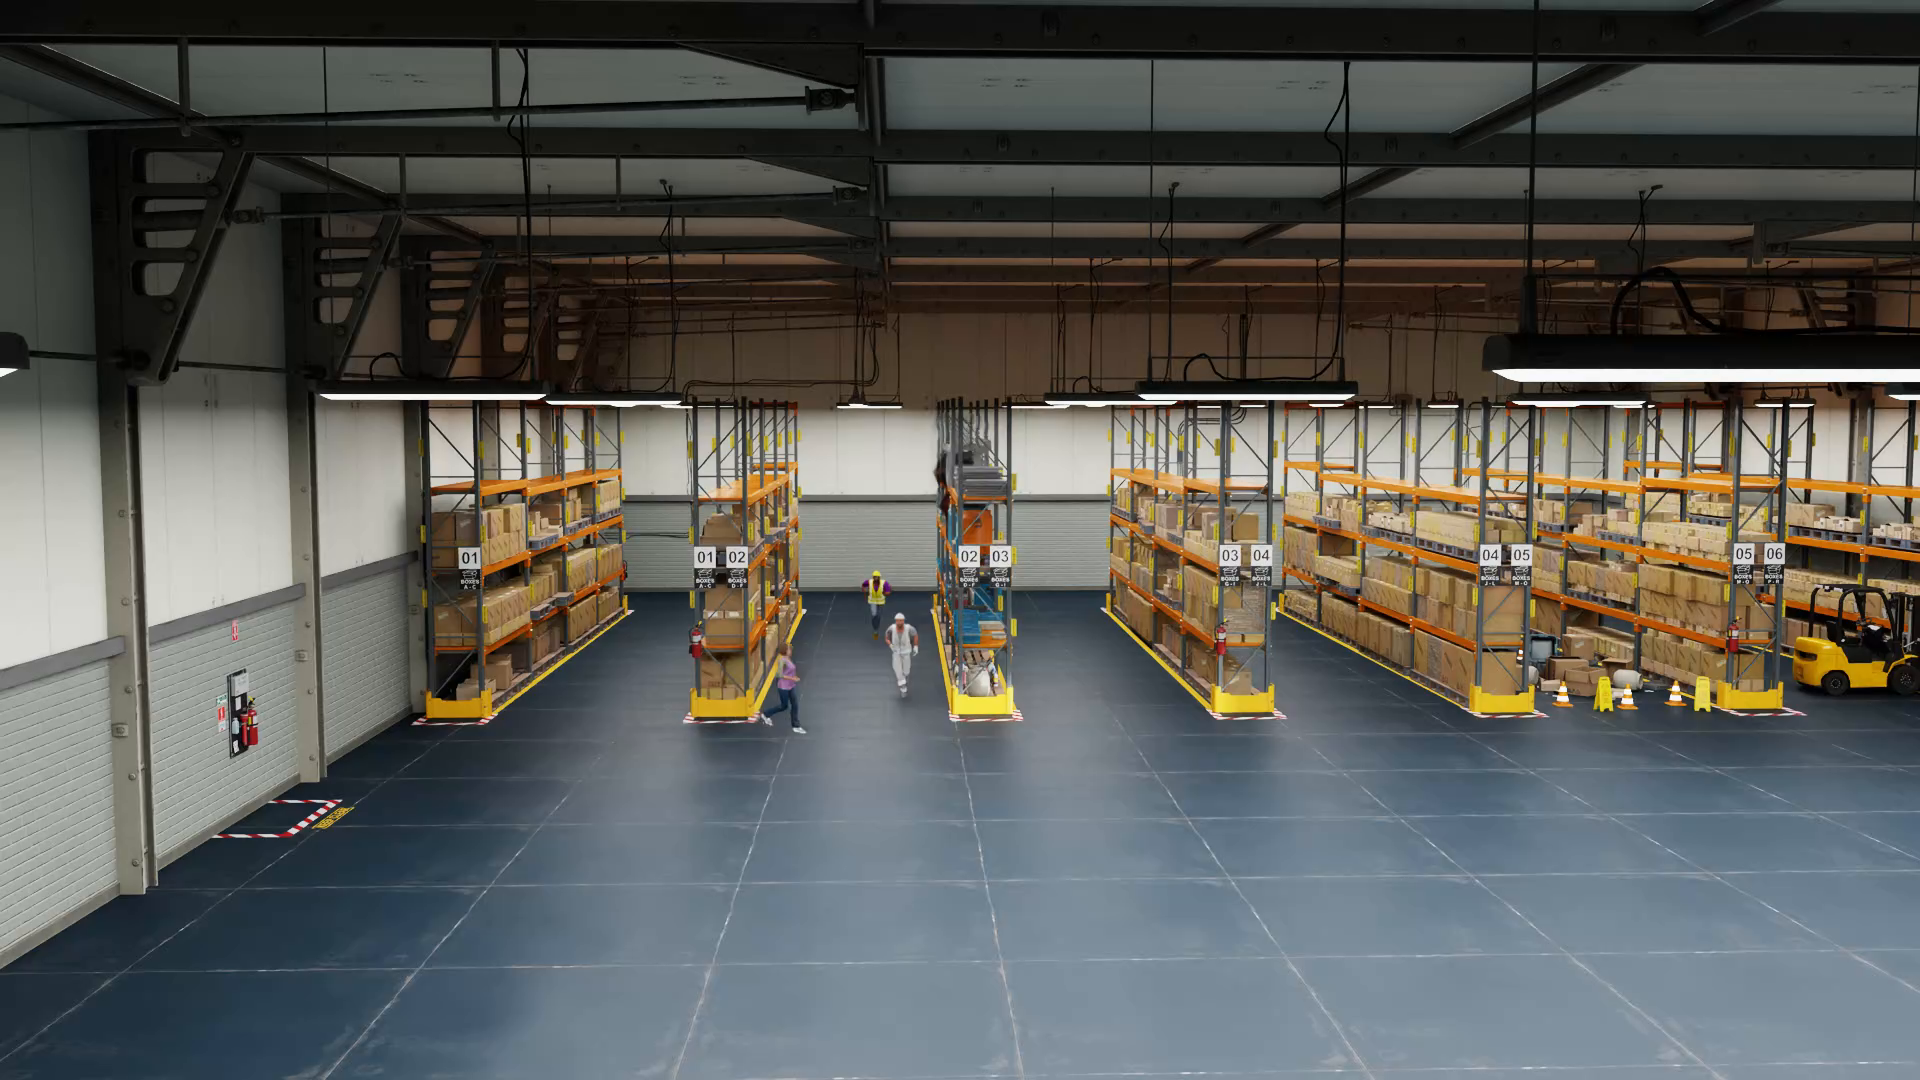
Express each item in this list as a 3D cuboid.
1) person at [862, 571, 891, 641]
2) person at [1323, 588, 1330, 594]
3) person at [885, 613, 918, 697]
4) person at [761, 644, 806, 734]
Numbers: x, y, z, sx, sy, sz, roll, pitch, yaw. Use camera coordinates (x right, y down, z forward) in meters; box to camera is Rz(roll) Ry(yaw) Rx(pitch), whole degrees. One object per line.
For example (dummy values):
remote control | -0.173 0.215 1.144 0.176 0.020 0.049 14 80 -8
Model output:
person | -2.110 1.637 41.854 0.681 1.774 0.963 -1 5 -12
person | 10.926 1.130 48.289 0.721 1.792 0.799 -4 6 -39
person | -1.175 2.300 33.509 0.654 1.710 0.780 1 4 8
person | -3.134 2.645 29.618 0.843 1.599 0.538 1 5 17
